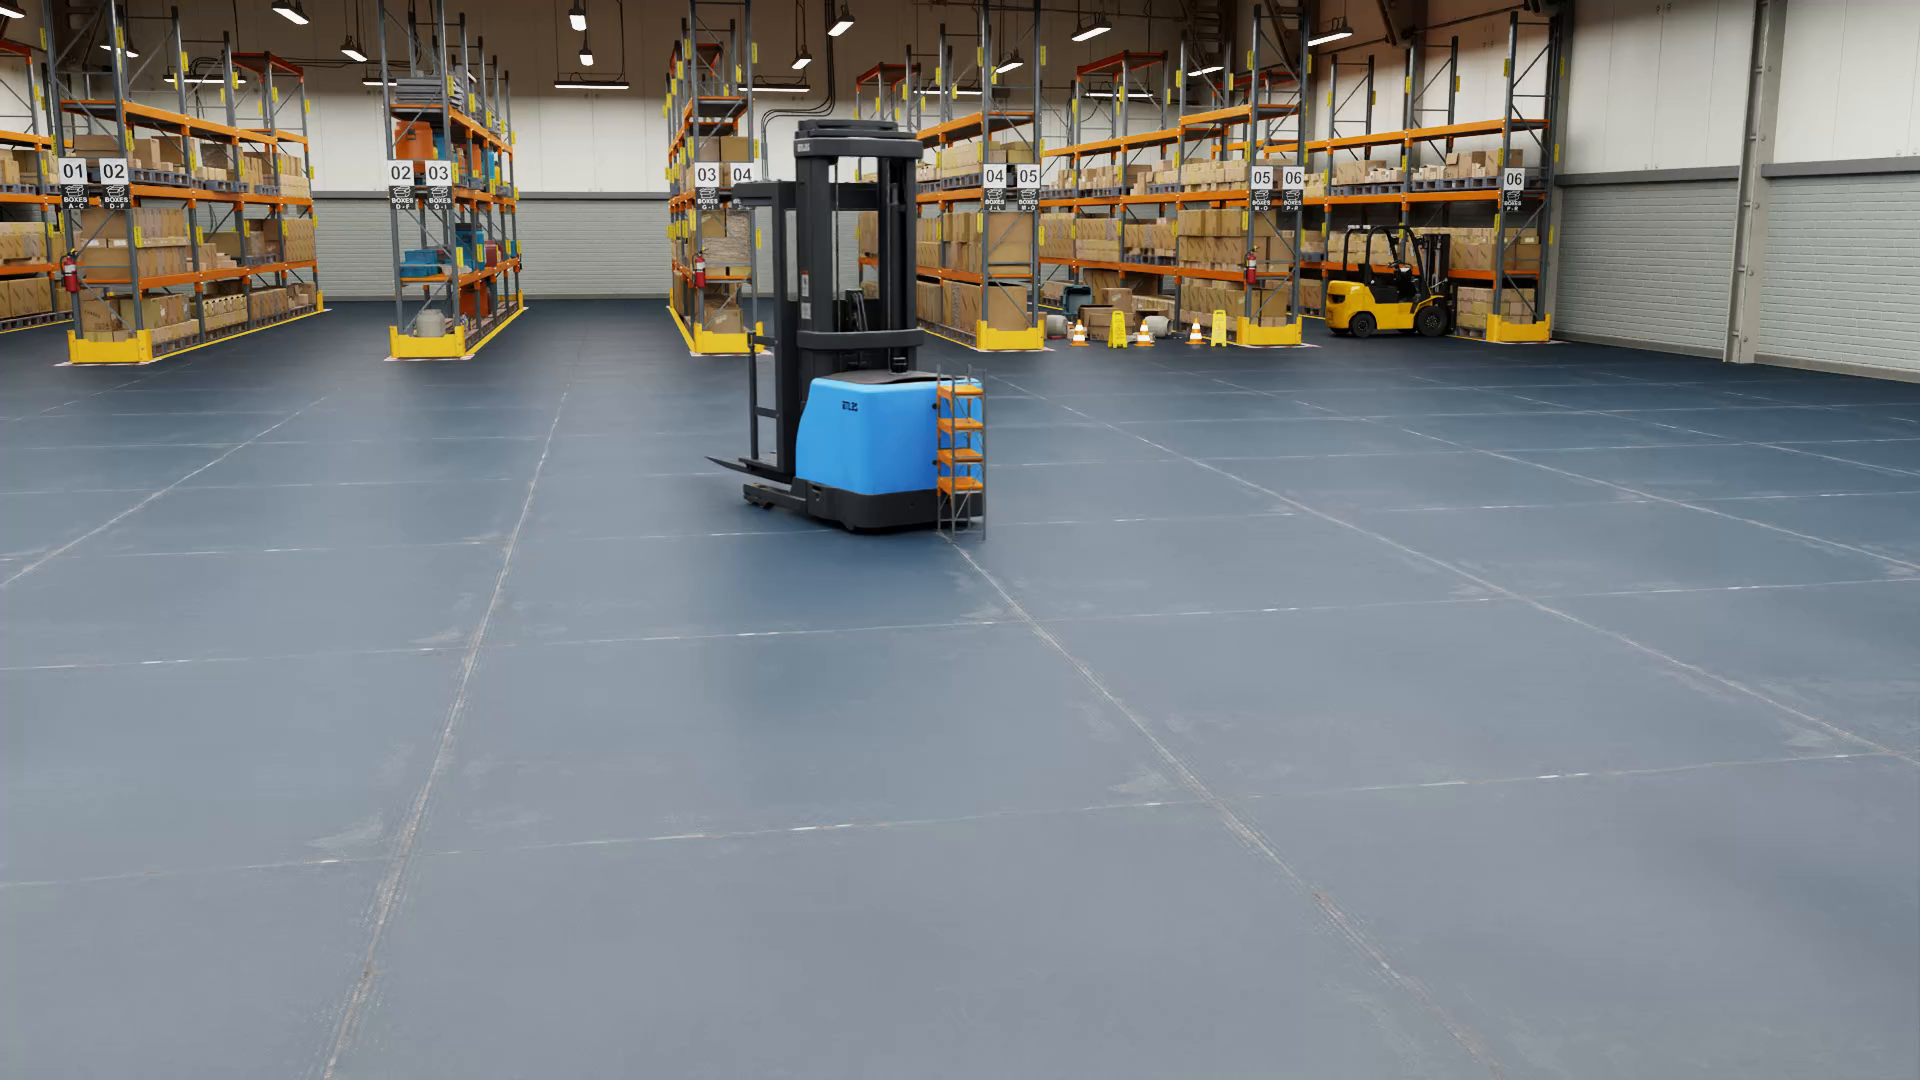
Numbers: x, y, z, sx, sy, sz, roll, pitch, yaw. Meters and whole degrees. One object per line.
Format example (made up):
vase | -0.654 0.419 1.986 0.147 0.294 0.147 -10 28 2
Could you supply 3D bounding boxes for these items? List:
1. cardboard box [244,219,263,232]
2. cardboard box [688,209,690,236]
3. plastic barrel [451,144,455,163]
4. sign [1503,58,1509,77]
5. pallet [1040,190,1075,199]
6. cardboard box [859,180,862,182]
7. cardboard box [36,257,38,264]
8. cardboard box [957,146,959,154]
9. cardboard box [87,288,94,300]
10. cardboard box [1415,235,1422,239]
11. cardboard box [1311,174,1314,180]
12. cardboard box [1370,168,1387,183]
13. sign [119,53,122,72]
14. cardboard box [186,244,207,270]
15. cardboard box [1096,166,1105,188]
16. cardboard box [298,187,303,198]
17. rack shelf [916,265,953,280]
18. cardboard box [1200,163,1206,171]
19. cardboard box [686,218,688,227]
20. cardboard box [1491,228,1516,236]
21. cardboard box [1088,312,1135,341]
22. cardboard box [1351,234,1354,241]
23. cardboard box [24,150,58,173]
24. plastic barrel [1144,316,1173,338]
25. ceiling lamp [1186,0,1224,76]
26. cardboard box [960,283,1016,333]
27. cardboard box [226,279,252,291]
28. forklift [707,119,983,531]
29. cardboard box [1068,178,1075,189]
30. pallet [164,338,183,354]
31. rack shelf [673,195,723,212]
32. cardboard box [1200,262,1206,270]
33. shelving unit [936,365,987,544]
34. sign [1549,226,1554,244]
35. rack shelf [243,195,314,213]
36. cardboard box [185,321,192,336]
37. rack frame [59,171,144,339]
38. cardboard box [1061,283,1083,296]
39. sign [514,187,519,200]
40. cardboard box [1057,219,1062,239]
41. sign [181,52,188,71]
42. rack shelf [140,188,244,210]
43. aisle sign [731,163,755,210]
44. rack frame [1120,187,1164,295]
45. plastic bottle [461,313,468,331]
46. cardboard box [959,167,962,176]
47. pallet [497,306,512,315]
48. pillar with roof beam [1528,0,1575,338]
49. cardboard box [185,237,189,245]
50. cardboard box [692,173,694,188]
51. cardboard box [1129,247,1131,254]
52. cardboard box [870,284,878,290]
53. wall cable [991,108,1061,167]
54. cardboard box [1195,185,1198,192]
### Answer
cardboard box | -16.400 -7.192 38.518 0.500 0.500 0.500 -2 11 -11
cardboard box | -4.837 -5.964 31.269 0.500 0.500 0.500 -2 11 -11
plastic barrel | -10.071 -7.206 32.168 0.600 0.901 0.600 0 11 0
sign | 10.058 -8.696 30.609 0.100 0.325 0.005 -2 11 -11
pallet | 2.768 -9.316 44.835 1.003 0.211 1.213 -2 11 -11
cardboard box | -2.390 -9.377 43.981 0.500 0.250 0.500 -2 11 -10
cardboard box | -20.484 -6.128 36.486 0.380 0.149 0.250 -2 11 -9
cardboard box | 0.145 -7.261 30.952 0.380 0.149 0.250 -2 11 -11
cardboard box | -21.352 -5.883 40.144 0.700 0.500 0.500 -2 11 -11
cardboard box | 9.671 -6.254 34.532 0.380 0.149 0.250 -2 11 -10
cardboard box | 8.623 -8.677 39.780 0.380 0.149 0.250 -2 11 -12
cardboard box | 9.286 -7.952 36.278 0.500 0.311 0.500 -3 11 -13
sign | -15.022 -8.524 29.703 0.100 0.325 0.005 -2 11 -11
cardboard box | -14.727 -5.388 31.716 0.500 0.500 0.500 -1 11 -7
cardboard box | 3.542 -8.596 39.425 0.500 0.500 0.500 -2 11 -10
cardboard box | -16.270 -8.434 40.363 0.500 0.250 0.500 -2 11 -11
rack shelf | -0.278 -5.636 35.208 1.077 0.370 4.000 -2 11 -11
cardboard box | 4.933 -7.305 32.570 0.380 0.149 0.250 -2 11 -13
cardboard box | -5.678 -6.871 36.822 0.797 0.503 0.637 -2 11 -9
cardboard box | 10.317 -5.840 31.561 0.380 0.149 0.250 -2 11 -11
cardboard box | 2.900 -4.091 31.845 0.637 0.503 0.797 9 14 38
cardboard box | 9.080 -6.847 37.644 0.380 0.149 0.250 -2 11 -10
cardboard box | -20.770 -8.552 37.588 0.500 0.500 0.500 -2 11 -12
plastic barrel | 3.838 -4.145 32.344 0.512 0.421 0.421 6 12 28
ceiling lamp | 6.266 -13.050 40.583 0.800 3.185 2.000 -2 11 -11
cardboard box | 0.519 -4.335 31.007 0.875 0.875 0.875 -2 11 -12
cardboard box | -15.998 -5.644 36.829 0.500 0.250 0.500 -2 11 -11
forklift | -1.060 -1.734 12.968 1.130 2.935 3.031 -7 13 -33
cardboard box | 2.953 -9.057 42.203 0.396 0.266 0.258 -2 11 -9
pallet | -14.137 -3.360 28.783 1.003 0.211 1.213 -2 11 -11
rack shelf | -5.941 -7.681 37.932 1.077 0.370 4.000 -2 11 -11
cardboard box | 4.933 -5.393 32.681 0.380 0.149 0.250 -2 11 -11
shelving unit | 0.009 -0.610 11.693 0.258 1.200 0.503 -2 11 -12
sign | 11.139 -5.752 31.366 0.100 0.325 0.005 -2 11 -11
rack shelf | -16.437 -8.055 39.897 1.077 0.370 4.000 -2 11 -11
cardboard box | -14.099 -3.787 29.803 0.500 0.250 0.500 -2 11 -11
rack frame | -13.714 -4.367 26.620 1.000 3.000 0.127 -2 11 -11
cardboard box | 3.200 -6.519 43.654 0.875 0.438 0.875 -2 11 -13
sign | -11.430 -8.926 42.830 0.100 0.325 0.005 -2 11 -11
cardboard box | 2.830 -8.091 43.244 0.500 0.500 0.500 -2 11 -10
sign | -13.942 -8.600 29.893 0.100 0.325 0.005 -2 11 -11
rack shelf | -14.881 -6.588 32.188 1.077 0.370 4.000 -2 11 -11
aisle sign | -3.689 -6.004 28.263 0.394 0.787 0.004 -2 11 -11
rack frame | 4.169 -6.555 38.111 1.000 3.000 0.127 -2 11 -11
plastic bottle | -9.124 -3.993 30.562 0.144 0.351 0.185 -2 11 -11
cardboard box | 0.196 -6.823 30.779 0.380 0.149 0.250 -2 11 -10
pallet | -11.369 -5.511 40.088 1.003 0.211 1.213 -2 11 -11
pillar with roof beam | 7.119 -8.219 30.814 9.100 9.000 0.548 -2 11 -11
cardboard box | -14.229 -5.427 30.183 0.380 0.149 0.250 -2 11 -11
cardboard box | -4.439 -6.297 29.139 0.500 0.250 0.500 -2 11 -11
cardboard box | 4.050 -6.571 37.747 0.380 0.149 0.250 -3 11 -14
cardboard box | -2.095 -6.480 42.630 0.380 0.149 0.250 -3 11 -13
wall cable | 1.969 -12.029 50.828 2.355 3.000 0.029 -2 11 -11
cardboard box | 4.920 -7.013 33.172 0.380 0.149 0.250 -2 11 -11
